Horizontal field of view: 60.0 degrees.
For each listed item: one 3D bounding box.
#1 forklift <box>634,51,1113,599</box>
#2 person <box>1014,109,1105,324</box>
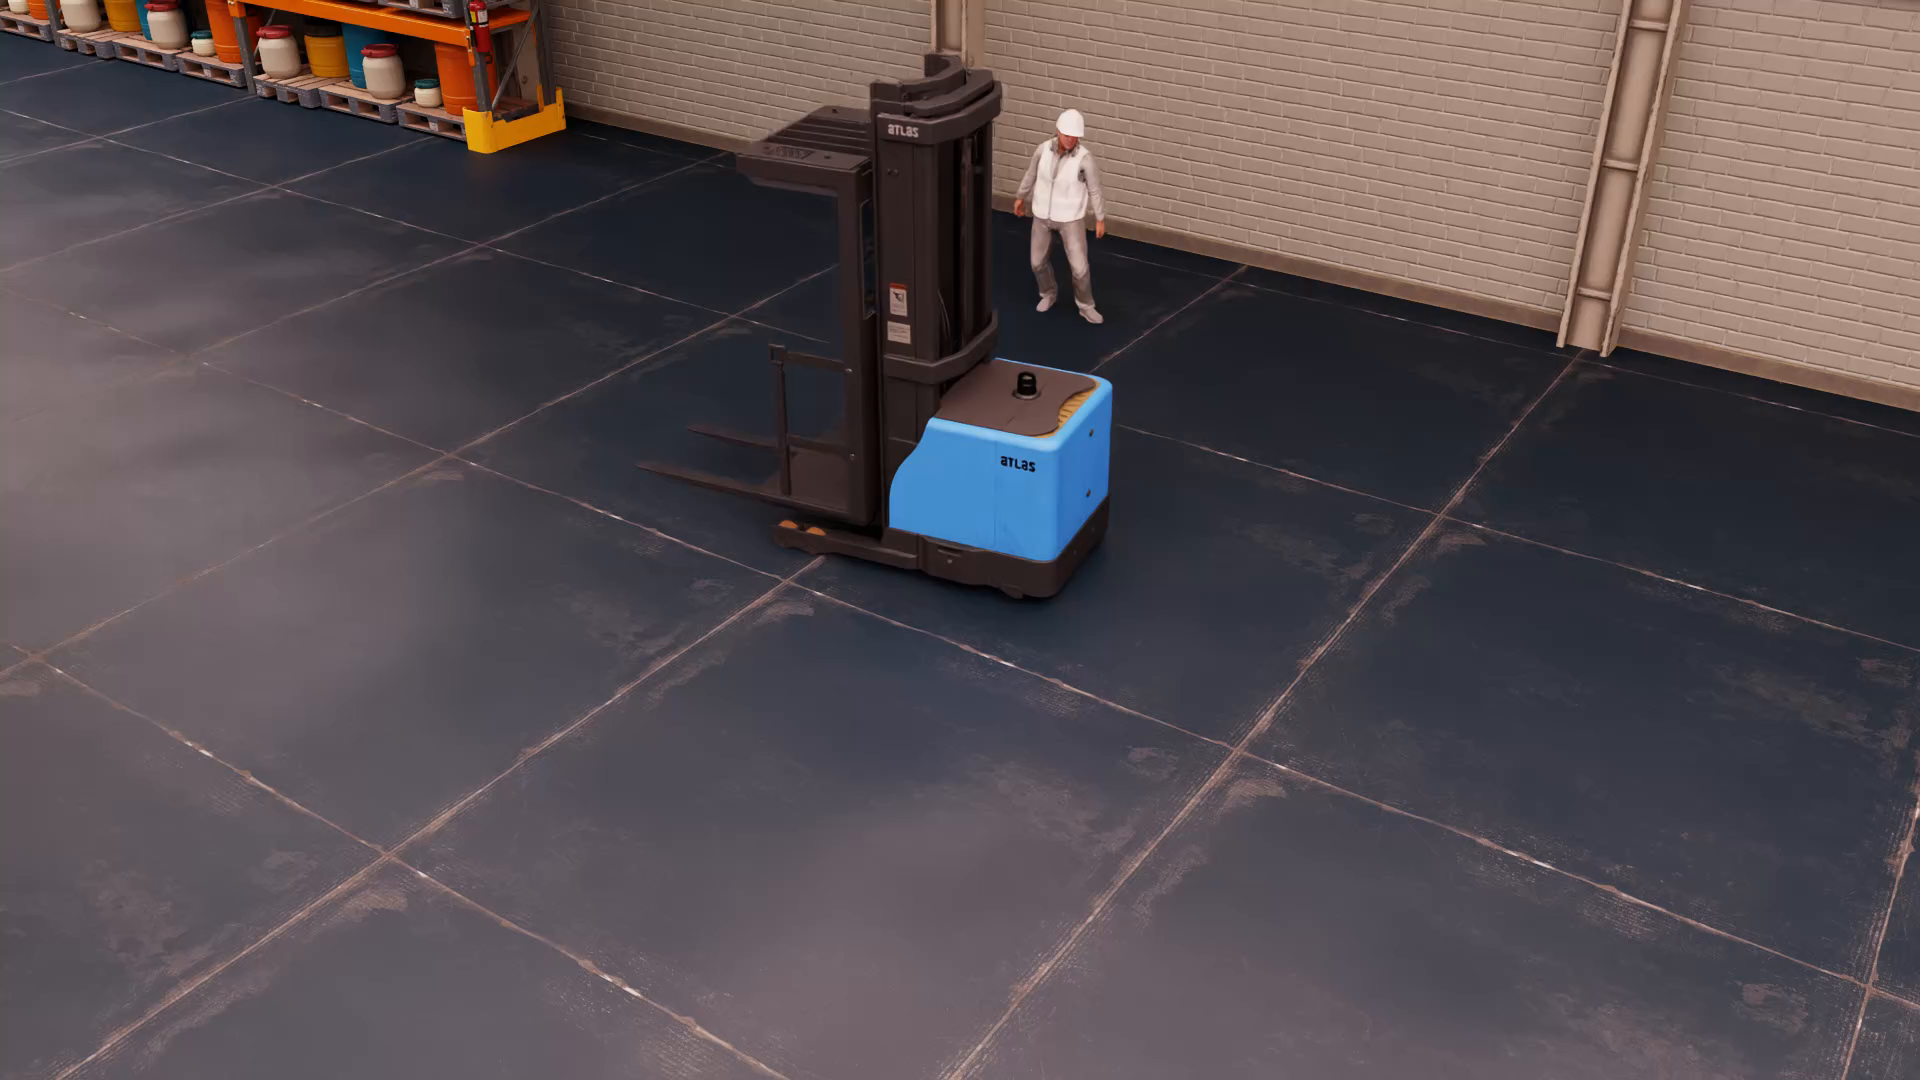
[{"bbox_3d":[-0.625,-1.405,10.001,3.031,2.935,1.130,13,33,21],"label":"forklift"},{"bbox_3d":[0.807,-2.606,13.319,0.870,1.747,0.474,16,34,25],"label":"person"}]
